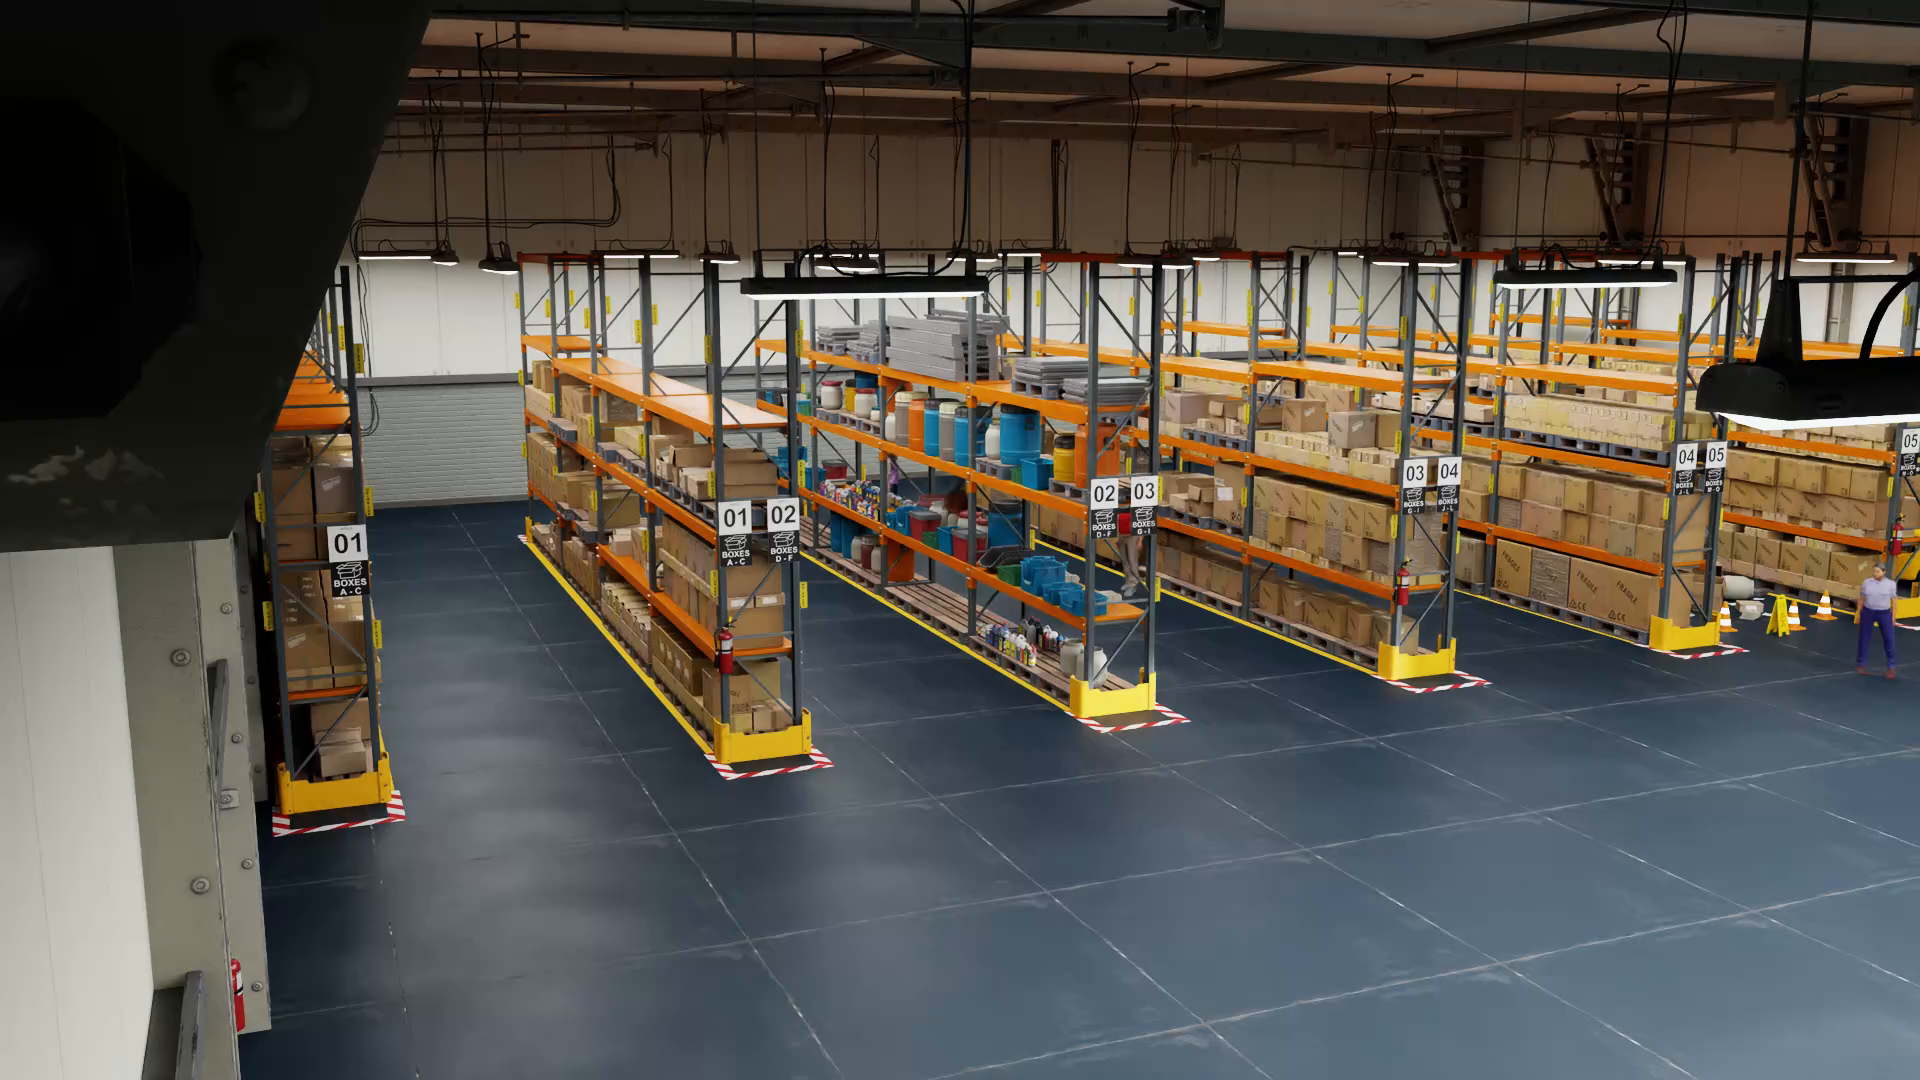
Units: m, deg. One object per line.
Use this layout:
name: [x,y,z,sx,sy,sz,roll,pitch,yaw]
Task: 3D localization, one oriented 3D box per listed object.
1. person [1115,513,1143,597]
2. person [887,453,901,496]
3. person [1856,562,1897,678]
person: [2.874,0.044,28.391,0.556,1.750,0.578,8,13,38]
person: [-1.493,-1.257,37.526,0.372,1.581,0.523,4,11,20]
person: [13.384,1.152,24.220,0.579,1.630,0.403,5,12,26]
